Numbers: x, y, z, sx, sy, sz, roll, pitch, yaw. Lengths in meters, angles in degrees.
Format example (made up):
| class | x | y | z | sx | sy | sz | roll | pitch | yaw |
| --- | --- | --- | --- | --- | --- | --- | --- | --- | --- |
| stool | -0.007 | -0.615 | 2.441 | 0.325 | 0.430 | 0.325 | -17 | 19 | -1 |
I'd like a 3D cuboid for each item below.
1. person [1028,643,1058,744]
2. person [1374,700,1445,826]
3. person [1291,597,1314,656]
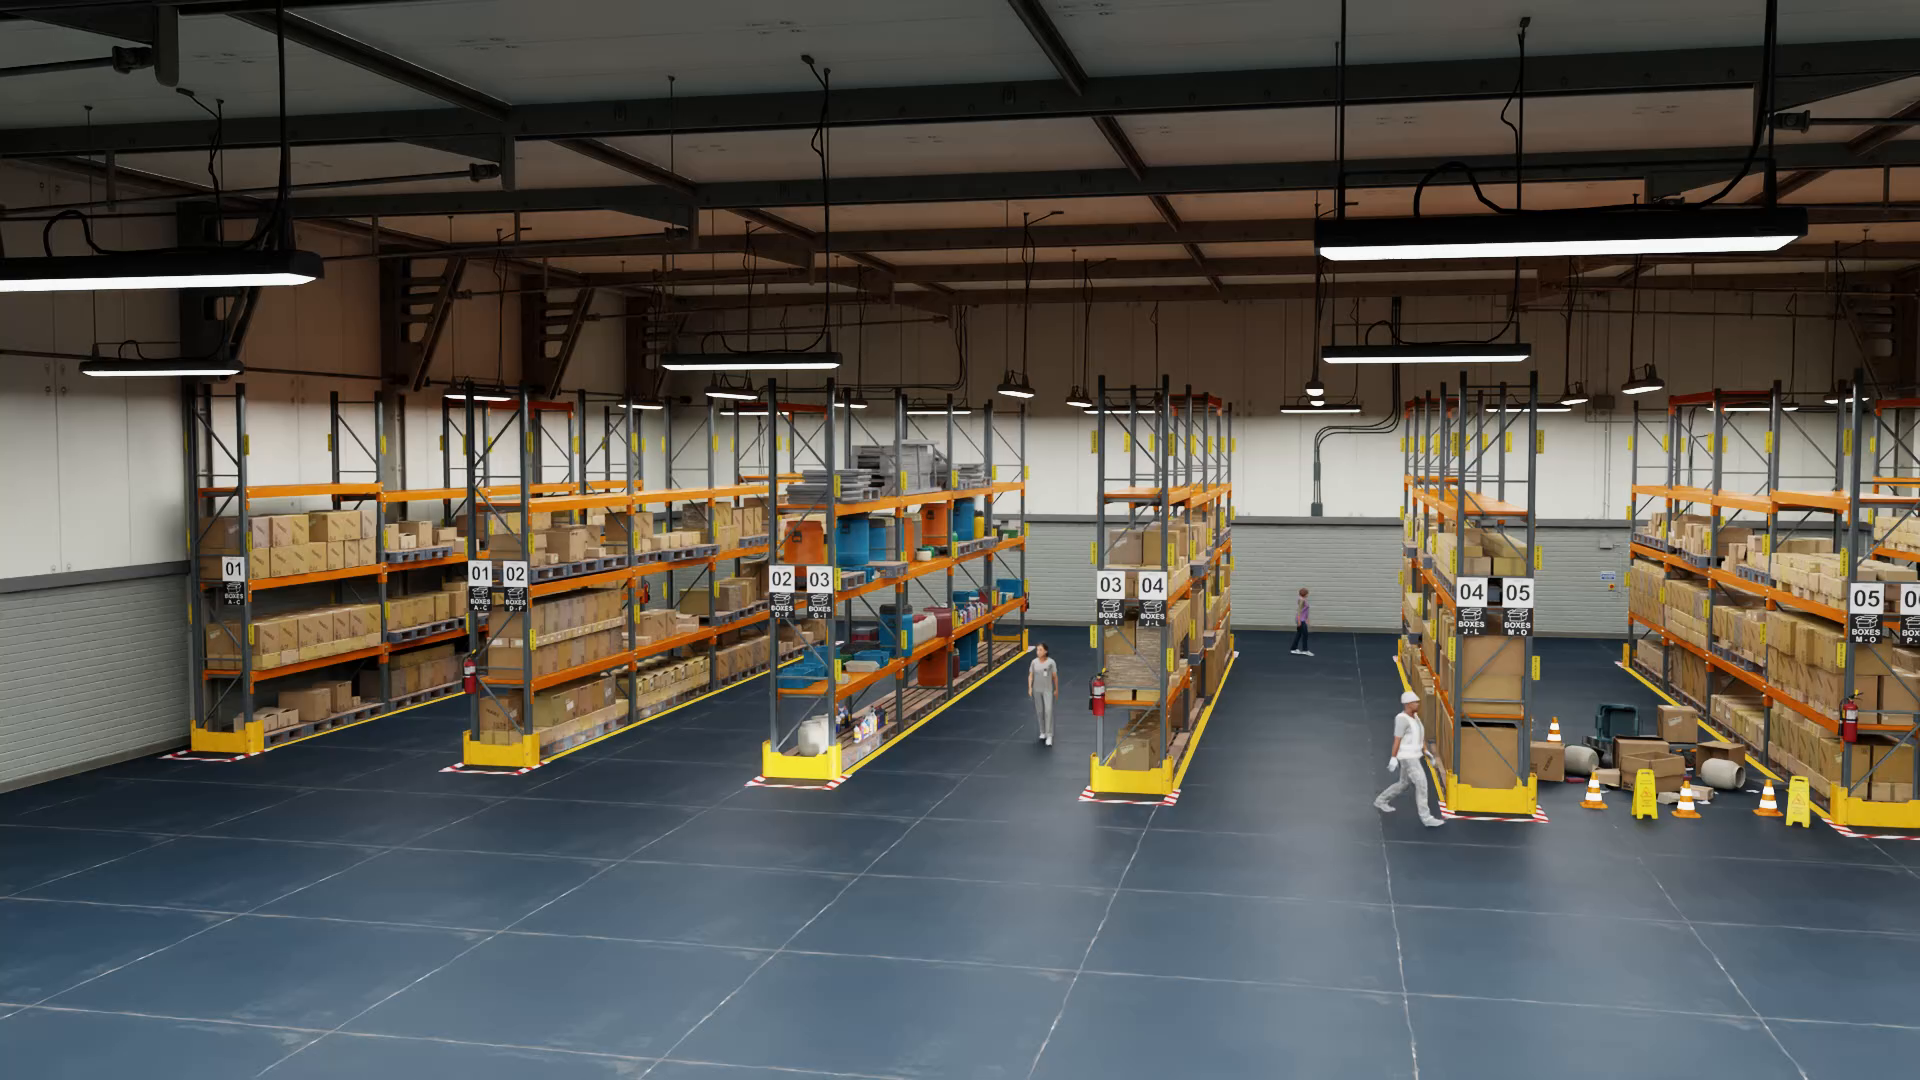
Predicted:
| class | x | y | z | sx | sy | sz | roll | pitch | yaw |
| --- | --- | --- | --- | --- | --- | --- | --- | --- | --- |
| person | 1.401 | 2.562 | 27.997 | 0.533 | 1.645 | 0.787 | 1 | 4 | 23 |
| person | 5.986 | 2.912 | 22.112 | 1.023 | 1.683 | 0.549 | 2 | 4 | 29 |
| person | 8.173 | 2.057 | 39.650 | 0.563 | 1.396 | 0.348 | 1 | 3 | 18 |
